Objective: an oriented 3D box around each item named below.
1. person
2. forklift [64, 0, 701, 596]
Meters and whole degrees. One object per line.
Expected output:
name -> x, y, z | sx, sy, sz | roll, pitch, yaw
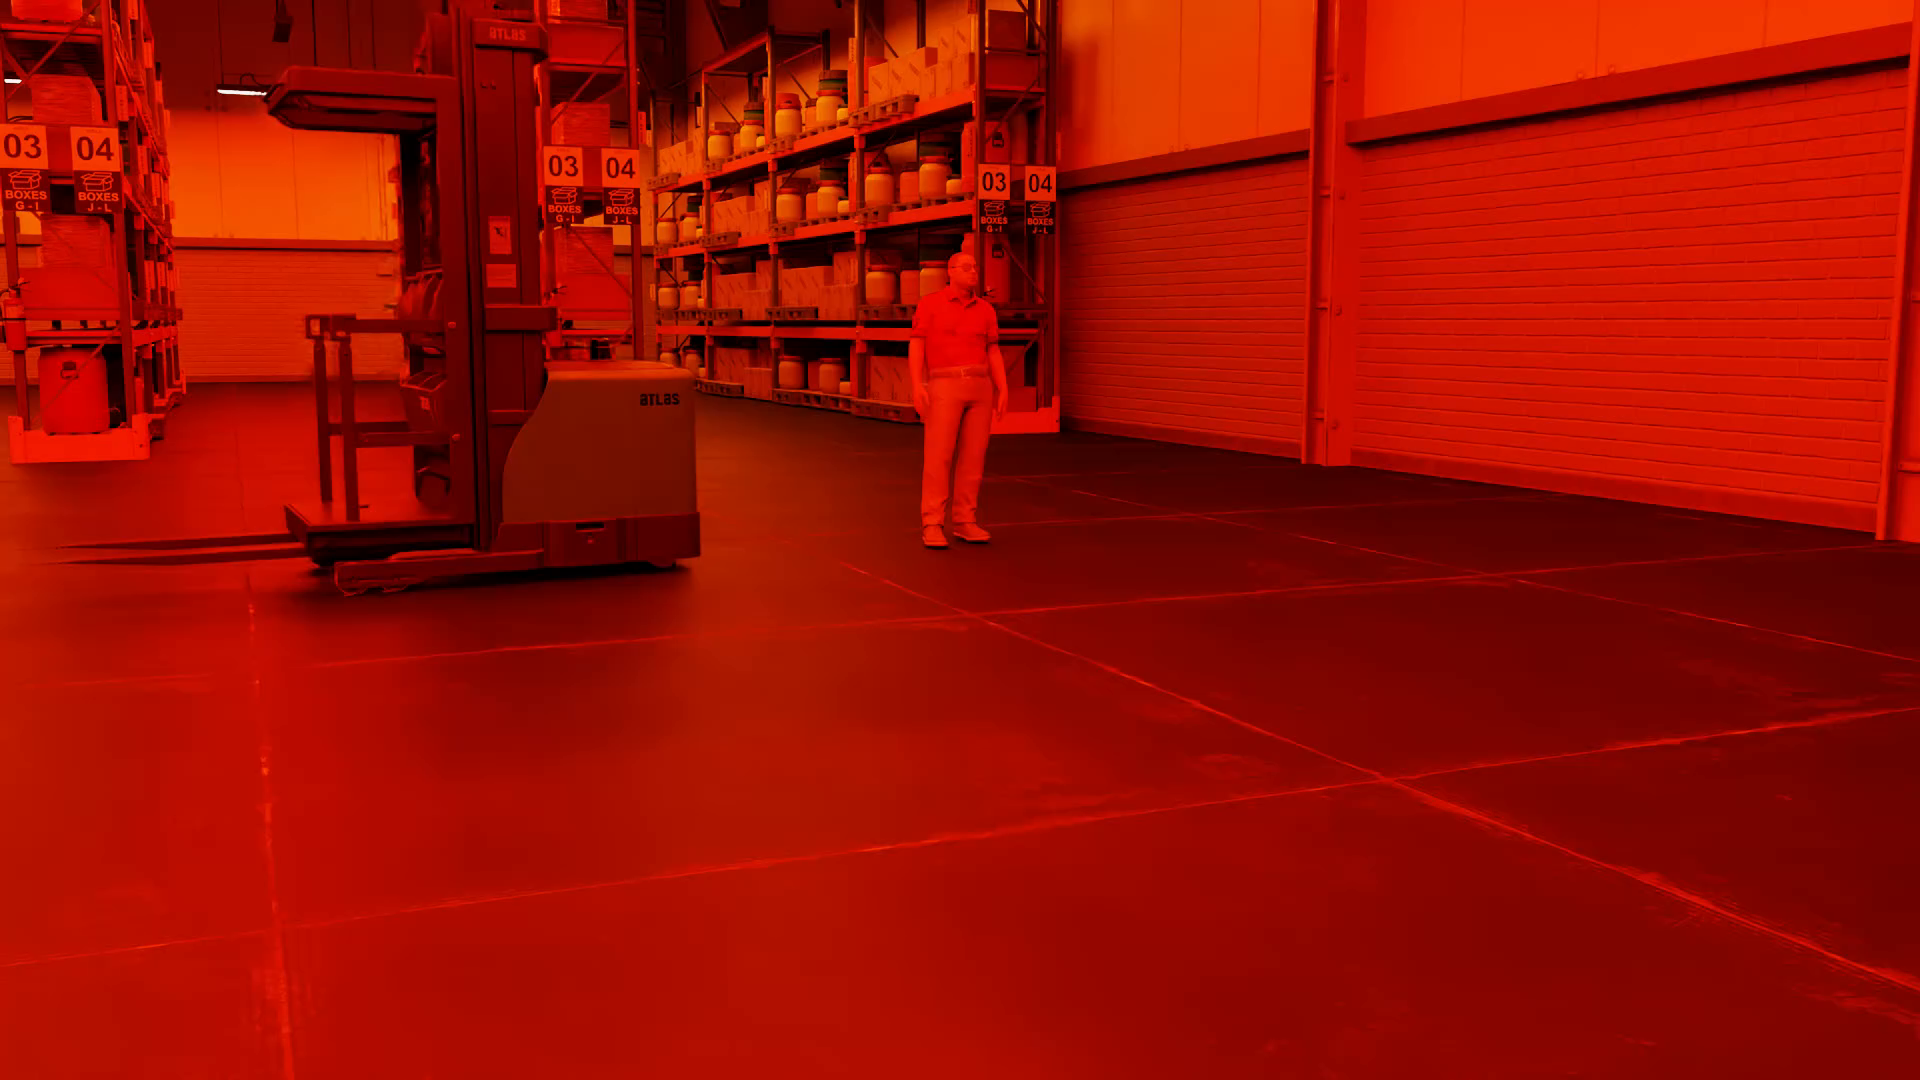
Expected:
person -> 0.025, -0.853, 9.954 | 0.640, 1.727, 0.551 | -3, 8, -23
forklift -> -2.947, -1.260, 8.499 | 3.031, 2.935, 1.130 | -4, 8, -27
